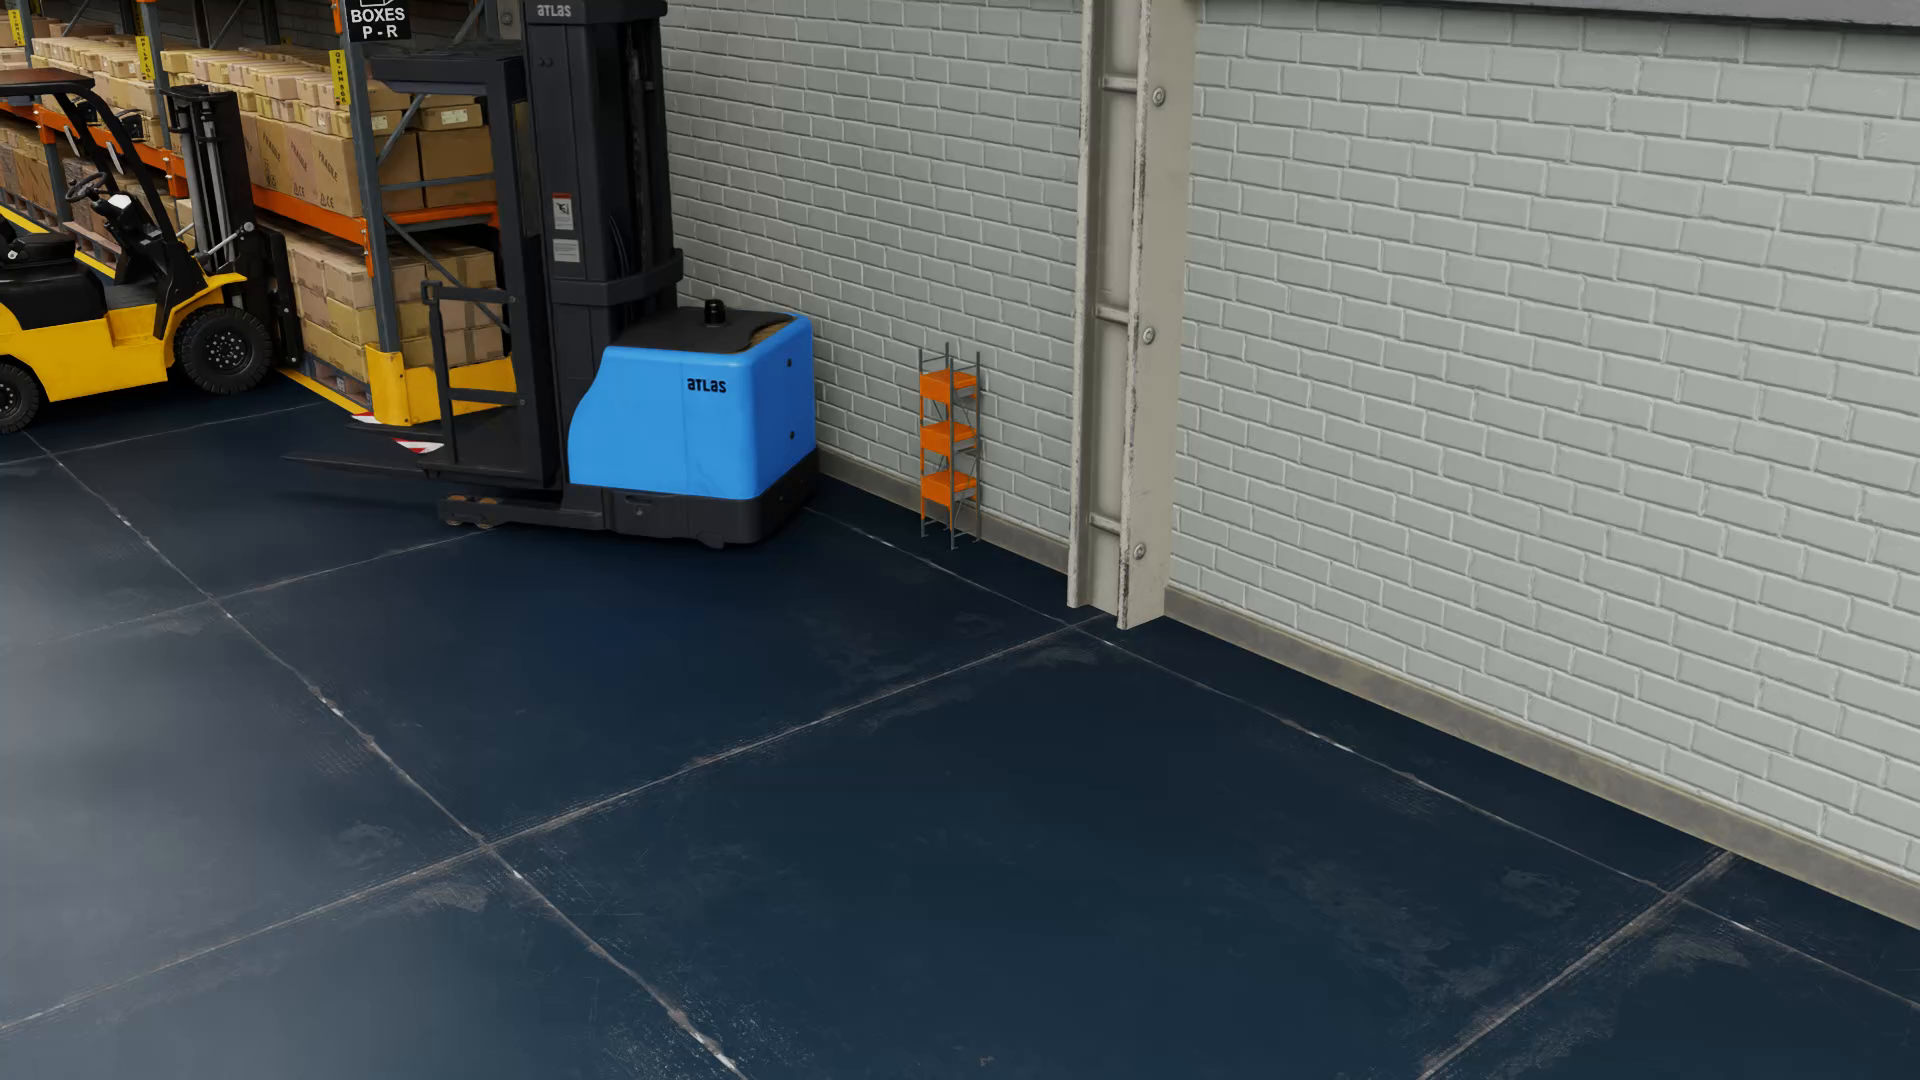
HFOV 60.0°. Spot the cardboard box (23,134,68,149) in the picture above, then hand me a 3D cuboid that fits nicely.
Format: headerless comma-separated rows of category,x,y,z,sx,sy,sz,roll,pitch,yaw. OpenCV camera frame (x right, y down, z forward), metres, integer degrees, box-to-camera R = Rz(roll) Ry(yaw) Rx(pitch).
cardboard box,-9.592,-4.166,17.470,0.380,0.149,0.250,-16,27,-36

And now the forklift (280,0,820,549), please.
forklift,-2.382,-1.603,9.058,3.031,2.935,1.130,6,22,15

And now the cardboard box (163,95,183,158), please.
cardboard box,-5.897,-3.278,13.103,0.500,0.500,0.500,-18,28,-39

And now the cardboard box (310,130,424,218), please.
cardboard box,-3.898,-2.431,10.940,0.500,0.500,0.500,-18,28,-39

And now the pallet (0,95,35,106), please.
pallet,-9.095,-4.602,16.885,1.213,0.211,1.003,-17,27,-37

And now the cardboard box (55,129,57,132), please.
cardboard box,-9.732,-4.502,18.329,0.380,0.149,0.250,-19,28,-39

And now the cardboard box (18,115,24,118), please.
cardboard box,-10.752,-4.927,19.413,0.380,0.149,0.250,-19,28,-39

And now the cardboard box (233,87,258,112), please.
cardboard box,-4.985,-3.182,11.969,0.380,0.149,0.250,-18,28,-38

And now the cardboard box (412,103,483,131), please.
cardboard box,-3.402,-2.815,11.032,0.380,0.149,0.250,-18,28,-39

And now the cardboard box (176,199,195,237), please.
cardboard box,-5.910,-2.589,13.303,0.500,0.250,0.500,-18,28,-38

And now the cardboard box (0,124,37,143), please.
cardboard box,-10.278,-4.452,18.199,0.380,0.149,0.250,-16,27,-36

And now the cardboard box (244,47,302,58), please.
cardboard box,-5.419,-3.808,13.158,0.380,0.149,0.250,-18,28,-39

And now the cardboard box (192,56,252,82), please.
cardboard box,-5.502,-3.530,12.449,0.380,0.149,0.250,-17,27,-36

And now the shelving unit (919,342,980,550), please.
shelving unit,-0.054,-0.494,8.805,0.215,1.050,0.252,-18,28,-38

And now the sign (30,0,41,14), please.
sign,-10.792,-6.299,19.365,0.100,0.325,0.005,-17,27,-37

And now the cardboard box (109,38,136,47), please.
cardboard box,-7.855,-4.696,15.835,0.380,0.149,0.250,-17,27,-37

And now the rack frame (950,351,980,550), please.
rack frame,0.027,-0.461,8.720,0.200,1.050,0.008,-18,28,-38

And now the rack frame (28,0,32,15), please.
rack frame,-11.210,-5.626,19.236,1.000,3.000,0.127,-17,27,-37

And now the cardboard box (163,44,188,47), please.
cardboard box,-7.217,-4.409,15.100,0.380,0.149,0.250,-16,27,-36

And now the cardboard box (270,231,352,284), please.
cardboard box,-4.589,-2.021,11.855,0.500,0.250,0.500,-17,27,-37

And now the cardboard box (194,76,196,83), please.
cardboard box,-5.618,-3.477,12.723,0.380,0.149,0.250,-18,27,-38

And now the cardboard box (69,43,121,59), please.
cardboard box,-7.885,-4.442,15.185,0.380,0.149,0.250,-17,27,-37

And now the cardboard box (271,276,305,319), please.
cardboard box,-4.604,-1.798,11.970,0.500,0.250,0.500,-18,28,-39

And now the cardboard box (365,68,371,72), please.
cardboard box,-4.104,-3.230,11.684,0.380,0.149,0.250,-16,27,-36

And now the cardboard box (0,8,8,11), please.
cardboard box,-11.064,-5.682,18.664,0.700,0.500,0.500,-17,27,-36

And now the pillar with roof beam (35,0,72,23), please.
pillar with roof beam,-14.243,-7.802,16.564,9.100,9.000,0.400,-17,27,-37

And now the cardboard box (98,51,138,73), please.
cardboard box,-7.236,-4.152,14.446,0.380,0.149,0.250,-17,27,-37

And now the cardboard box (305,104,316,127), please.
cardboard box,-4.128,-2.838,11.091,0.380,0.149,0.250,-17,27,-36

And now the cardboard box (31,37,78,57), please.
cardboard box,-8.614,-4.712,15.874,0.380,0.149,0.250,-16,27,-36

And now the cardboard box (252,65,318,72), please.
cardboard box,-4.777,-3.269,11.783,0.380,0.149,0.250,-17,27,-37

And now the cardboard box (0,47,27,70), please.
cardboard box,-9.533,-4.861,16.913,0.500,0.250,0.500,-19,28,-40

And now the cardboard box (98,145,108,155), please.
cardboard box,-8.704,-4.073,17.233,0.380,0.149,0.250,-16,26,-35

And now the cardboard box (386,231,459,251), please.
cardboard box,-3.877,-2.007,11.818,0.500,0.250,0.500,-17,27,-37

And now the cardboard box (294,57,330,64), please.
cardboard box,-4.740,-3.525,12.437,0.380,0.149,0.250,-18,28,-38

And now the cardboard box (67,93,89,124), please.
cardboard box,-7.829,-3.990,15.263,0.500,0.250,0.500,-19,28,-39

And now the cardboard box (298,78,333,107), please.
cardboard box,-4.147,-2.973,11.028,0.380,0.149,0.250,-17,27,-36

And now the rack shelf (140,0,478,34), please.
rack shelf,-4.683,-3.925,11.766,1.077,0.370,4.000,-17,27,-37

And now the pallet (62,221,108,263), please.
pallet,-8.092,-2.986,16.318,1.003,0.211,1.213,-17,27,-37

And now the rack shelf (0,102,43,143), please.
rack shelf,-9.905,-4.739,17.956,1.077,0.370,4.000,-17,27,-37

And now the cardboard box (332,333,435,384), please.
cardboard box,-3.923,-1.281,11.335,0.500,0.250,0.500,-17,27,-37

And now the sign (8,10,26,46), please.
sign,-9.004,-4.892,15.881,0.100,0.325,0.005,-17,27,-37

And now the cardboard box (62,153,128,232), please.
cardboard box,-8.203,-3.435,16.323,0.875,0.625,0.625,-16,27,-36

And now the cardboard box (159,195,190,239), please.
cardboard box,-6.338,-2.647,14.310,0.875,0.625,0.625,-16,26,-35

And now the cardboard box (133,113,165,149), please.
cardboard box,-6.516,-3.423,13.817,0.500,0.250,0.500,-17,27,-36

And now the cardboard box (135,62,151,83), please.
cardboard box,-6.562,-3.873,13.733,0.380,0.149,0.250,-18,28,-38

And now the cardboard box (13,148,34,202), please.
cardboard box,-9.701,-3.903,17.688,0.500,0.500,0.500,-16,27,-35

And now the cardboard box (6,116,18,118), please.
cardboard box,-10.938,-4.739,18.934,0.380,0.149,0.250,-18,28,-39

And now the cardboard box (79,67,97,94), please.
cardboard box,-7.488,-4.081,14.810,0.500,0.250,0.500,-17,27,-37
